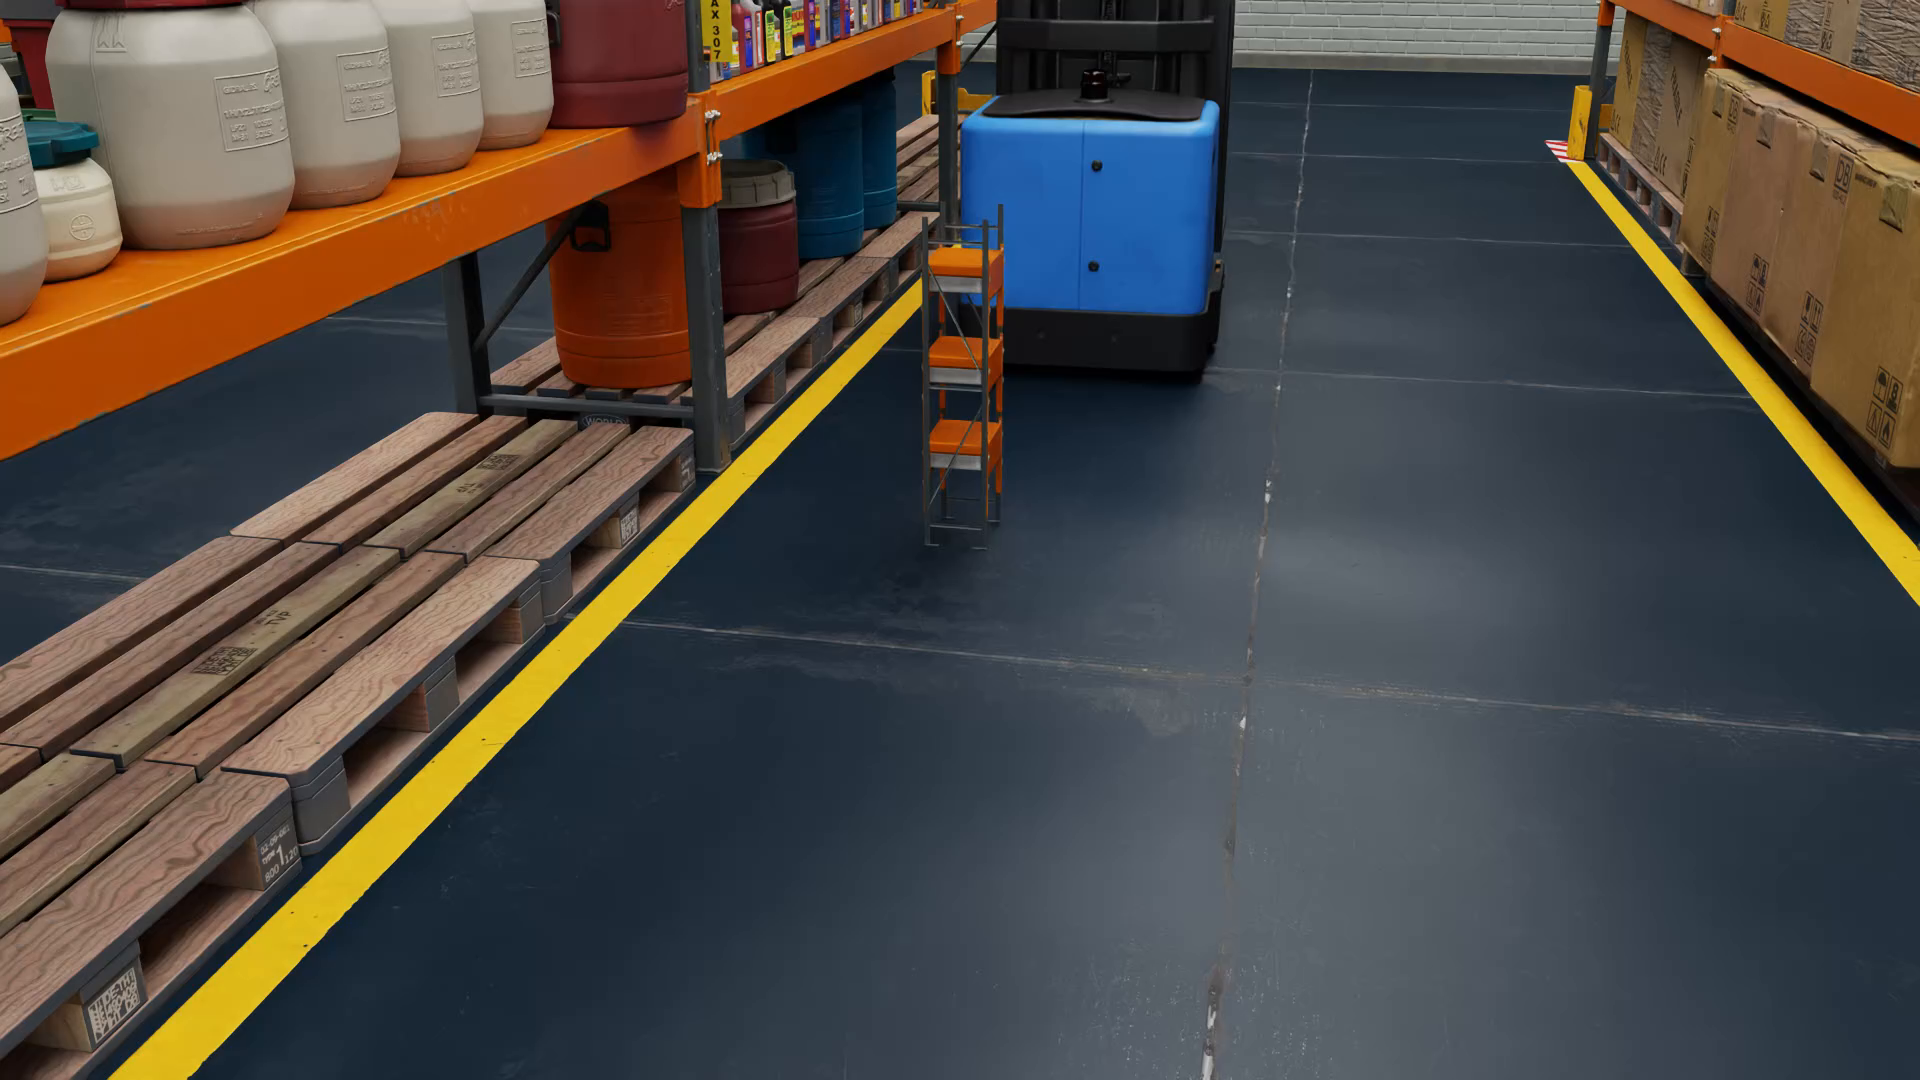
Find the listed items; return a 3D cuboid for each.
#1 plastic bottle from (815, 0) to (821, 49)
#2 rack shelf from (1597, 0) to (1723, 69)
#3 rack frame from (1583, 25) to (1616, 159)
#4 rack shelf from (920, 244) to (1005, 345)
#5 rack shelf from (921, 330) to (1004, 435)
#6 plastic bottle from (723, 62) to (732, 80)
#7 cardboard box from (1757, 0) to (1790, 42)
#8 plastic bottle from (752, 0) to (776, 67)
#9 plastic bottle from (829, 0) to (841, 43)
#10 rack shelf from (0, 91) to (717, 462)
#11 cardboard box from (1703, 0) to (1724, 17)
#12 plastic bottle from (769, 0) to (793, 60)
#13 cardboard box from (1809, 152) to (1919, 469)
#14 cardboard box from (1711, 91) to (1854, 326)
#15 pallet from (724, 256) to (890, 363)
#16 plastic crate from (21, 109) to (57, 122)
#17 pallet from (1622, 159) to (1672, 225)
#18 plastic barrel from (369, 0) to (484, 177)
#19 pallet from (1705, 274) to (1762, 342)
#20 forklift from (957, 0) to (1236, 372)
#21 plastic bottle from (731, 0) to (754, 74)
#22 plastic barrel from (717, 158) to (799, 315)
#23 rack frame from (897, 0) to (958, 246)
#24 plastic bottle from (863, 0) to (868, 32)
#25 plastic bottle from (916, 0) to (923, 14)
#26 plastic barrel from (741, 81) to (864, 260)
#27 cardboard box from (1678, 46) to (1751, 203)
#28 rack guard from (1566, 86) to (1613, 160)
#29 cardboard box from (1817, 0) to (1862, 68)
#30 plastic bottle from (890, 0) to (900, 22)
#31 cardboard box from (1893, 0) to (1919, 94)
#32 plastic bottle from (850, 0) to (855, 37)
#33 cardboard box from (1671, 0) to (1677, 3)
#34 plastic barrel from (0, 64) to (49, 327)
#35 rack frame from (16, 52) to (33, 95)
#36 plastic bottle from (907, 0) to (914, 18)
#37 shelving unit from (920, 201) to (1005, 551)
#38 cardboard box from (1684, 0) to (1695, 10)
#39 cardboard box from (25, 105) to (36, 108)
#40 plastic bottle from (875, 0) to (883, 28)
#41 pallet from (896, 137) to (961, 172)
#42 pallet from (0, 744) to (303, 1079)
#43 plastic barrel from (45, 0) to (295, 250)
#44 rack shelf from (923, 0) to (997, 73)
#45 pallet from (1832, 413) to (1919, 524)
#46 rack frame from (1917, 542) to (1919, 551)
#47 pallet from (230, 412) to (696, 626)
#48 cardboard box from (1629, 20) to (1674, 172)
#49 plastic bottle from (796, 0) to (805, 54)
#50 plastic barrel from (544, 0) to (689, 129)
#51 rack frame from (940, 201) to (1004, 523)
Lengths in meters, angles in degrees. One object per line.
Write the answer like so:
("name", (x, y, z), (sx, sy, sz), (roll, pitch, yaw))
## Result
("plastic bottle", (-0.639, -2.217, 7.014), (0.097, 0.271, 0.097), (0, 22, 0))
("rack shelf", (4.743, -3.163, 10.155), (1.077, 0.370, 4.000), (4, 22, 11))
("rack frame", (5.151, -4.228, 11.837), (1.000, 3.000, 0.127), (4, 22, 11))
("rack shelf", (0.011, -0.760, 5.104), (0.215, 0.259, 0.240), (4, 22, 11))
("rack shelf", (0.011, -0.497, 5.210), (0.215, 0.259, 0.240), (4, 22, 11))
("plastic bottle", (-0.875, -1.794, 5.965), (0.097, 0.271, 0.097), (0, 22, 0))
("cardboard box", (3.895, -2.478, 7.359), (0.500, 0.500, 0.500), (4, 22, 11))
("plastic bottle", (-0.759, -1.974, 6.396), (0.061, 0.283, 0.133), (4, 22, 11))
("plastic bottle", (-0.606, -2.356, 7.254), (0.144, 0.351, 0.185), (4, 22, 11))
("rack shelf", (-1.738, -0.615, 3.828), (1.077, 0.370, 4.000), (4, 22, 11))
("cardboard box", (4.076, -2.785, 8.590), (0.380, 0.149, 0.250), (5, 22, 11))
("plastic bottle", (-0.712, -2.059, 6.606), (0.061, 0.283, 0.133), (4, 22, 11))
("cardboard box", (3.680, -0.762, 5.513), (1.225, 0.875, 0.875), (3, 22, 8))
("cardboard box", (4.042, -1.412, 7.126), (1.225, 0.875, 0.875), (4, 22, 9))
("pallet", (-0.959, -1.123, 7.859), (1.003, 0.211, 1.213), (4, 22, 11))
("plastic crate", (-2.067, -0.777, 3.552), (0.450, 0.188, 0.662), (4, 22, 11))
("pallet", (4.813, -2.191, 10.512), (1.003, 0.211, 1.213), (4, 22, 11))
("plastic barrel", (-1.417, -1.185, 4.132), (0.421, 0.512, 0.421), (0, 22, 0))
("pallet", (4.251, -1.184, 8.010), (1.003, 0.211, 1.213), (4, 22, 11))
("forklift", (0.755, -2.572, 7.817), (1.130, 2.935, 3.031), (4, 22, 9))
("plastic bottle", (-0.814, -1.876, 6.153), (0.061, 0.283, 0.133), (4, 22, 11))
("plastic barrel", (-1.017, -1.349, 7.355), (0.600, 0.588, 0.708), (4, 22, 11))
("rack frame", (-0.514, -3.143, 9.142), (1.000, 3.000, 0.127), (4, 22, 11))
("plastic bottle", (-0.480, -2.470, 7.738), (0.097, 0.201, 0.097), (0, 22, 0))
("plastic bottle", (-0.278, -2.916, 8.746), (0.152, 0.276, 0.135), (4, 22, 11))
("plastic barrel", (-0.786, -1.908, 8.322), (0.600, 0.901, 0.708), (4, 22, 11))
("cardboard box", (4.548, -2.210, 9.107), (0.875, 0.875, 0.875), (4, 22, 11))
("rack guard", (5.156, -3.077, 12.325), (1.175, 0.500, 0.348), (4, 22, 11))
("cardboard box", (3.692, -2.106, 6.434), (0.500, 0.500, 0.500), (5, 22, 12))
("plastic bottle", (-0.381, -2.759, 8.254), (0.144, 0.351, 0.185), (4, 22, 11))
("cardboard box", (3.484, -1.730, 5.500), (0.500, 0.500, 0.500), (4, 22, 10))
("plastic bottle", (-0.527, -2.385, 7.527), (0.097, 0.201, 0.097), (0, 22, 0))
("cardboard box", (4.286, -3.162, 9.525), (0.380, 0.149, 0.250), (5, 22, 12))
("plastic barrel", (-1.736, -0.613, 2.679), (0.433, 0.535, 0.433), (0, 22, 0))
("rack frame", (-5.362, -3.522, 10.083), (1.000, 3.000, 0.127), (4, 22, 11))
("plastic bottle", (-0.280, -2.832, 8.526), (0.061, 0.283, 0.133), (4, 22, 11))
("shelving unit", (0.011, -0.507, 5.206), (0.215, 1.050, 0.252), (4, 22, 11))
("cardboard box", (4.181, -2.973, 9.057), (0.380, 0.149, 0.250), (4, 22, 10))
("cardboard box", (-5.182, -2.364, 9.965), (0.500, 0.500, 0.500), (4, 22, 11))
("plastic bottle", (-0.455, -2.598, 7.956), (0.152, 0.276, 0.135), (4, 22, 11))
("pallet", (-0.155, -2.569, 11.449), (1.003, 0.211, 1.213), (4, 22, 11))
("pallet", (-2.024, 0.786, 3.119), (1.003, 0.211, 1.213), (4, 22, 11))
("plastic barrel", (-1.587, -0.882, 3.345), (0.433, 0.535, 0.433), (0, 22, 0))
("rack shelf", (-0.106, -3.541, 11.092), (1.077, 0.370, 4.000), (4, 22, 11))
("pallet", (3.753, -0.291, 5.795), (1.003, 0.211, 1.213), (4, 22, 11))
("rack frame", (3.519, -1.302, 4.572), (1.000, 3.000, 0.127), (4, 22, 11))
("pallet", (-1.526, -0.106, 5.334), (1.003, 0.211, 1.213), (4, 22, 11))
("cardboard box", (4.913, -2.864, 10.733), (0.875, 0.875, 0.875), (4, 22, 11))
("plastic bottle", (-0.686, -2.132, 6.805), (0.097, 0.271, 0.097), (0, 22, 0))
("plastic barrel", (-1.128, -1.550, 5.005), (0.600, 0.536, 0.708), (4, 22, 11))
("rack frame", (0.036, -0.551, 5.317), (0.200, 1.050, 0.008), (4, 22, 11))
